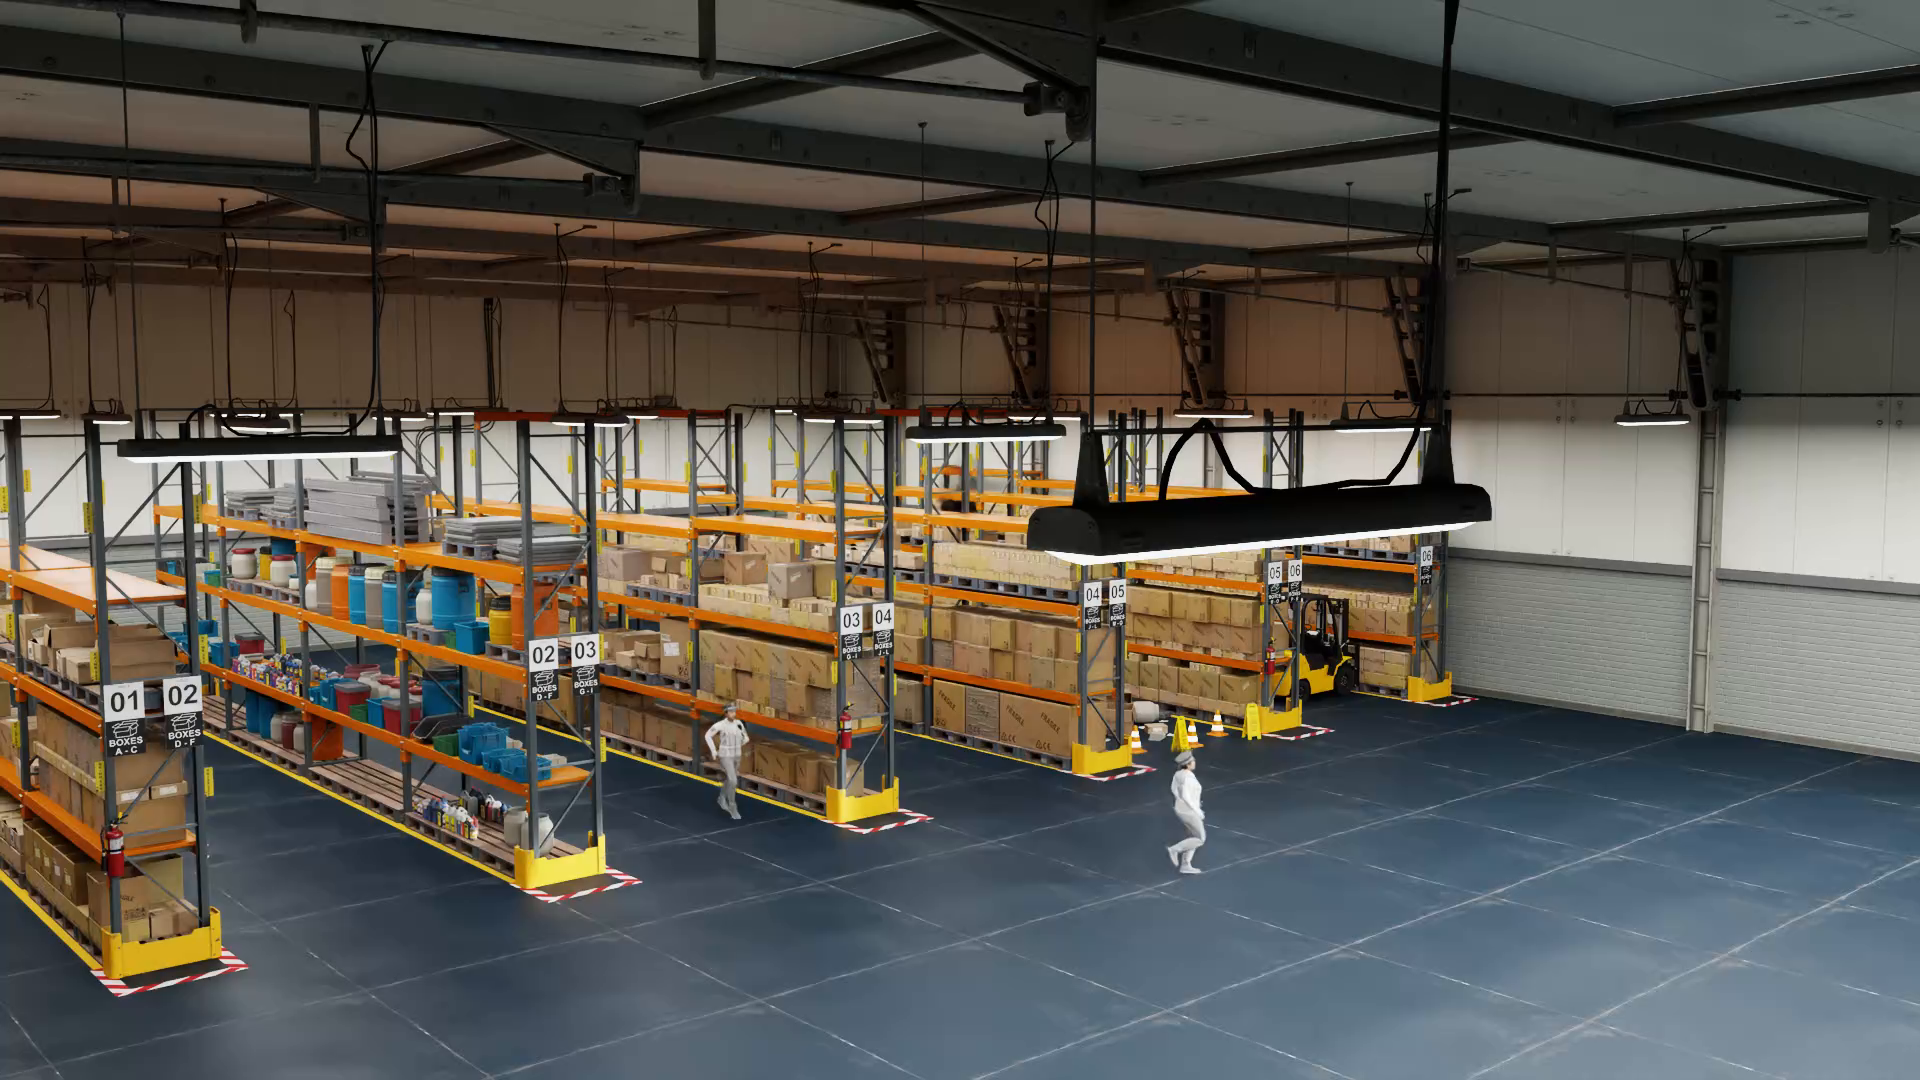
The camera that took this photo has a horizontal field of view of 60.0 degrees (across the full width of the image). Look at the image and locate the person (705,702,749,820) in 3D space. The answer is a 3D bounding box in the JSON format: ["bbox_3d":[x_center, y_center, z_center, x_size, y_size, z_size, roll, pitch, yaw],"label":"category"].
[{"bbox_3d":[-3.458,3.286,24.985,0.752,1.744,0.570,5,7,45],"label":"person"}]

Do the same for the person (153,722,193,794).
[{"bbox_3d":[-12.489,3.119,26.547,0.945,1.738,0.655,4,6,37],"label":"person"}]

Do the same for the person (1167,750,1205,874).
[{"bbox_3d":[2.971,3.592,21.920,0.552,1.652,0.621,-1,5,-13],"label":"person"}]

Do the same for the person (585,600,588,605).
[{"bbox_3d":[-8.455,2.246,37.719,0.543,1.623,0.895,-3,6,-32],"label":"person"}]
